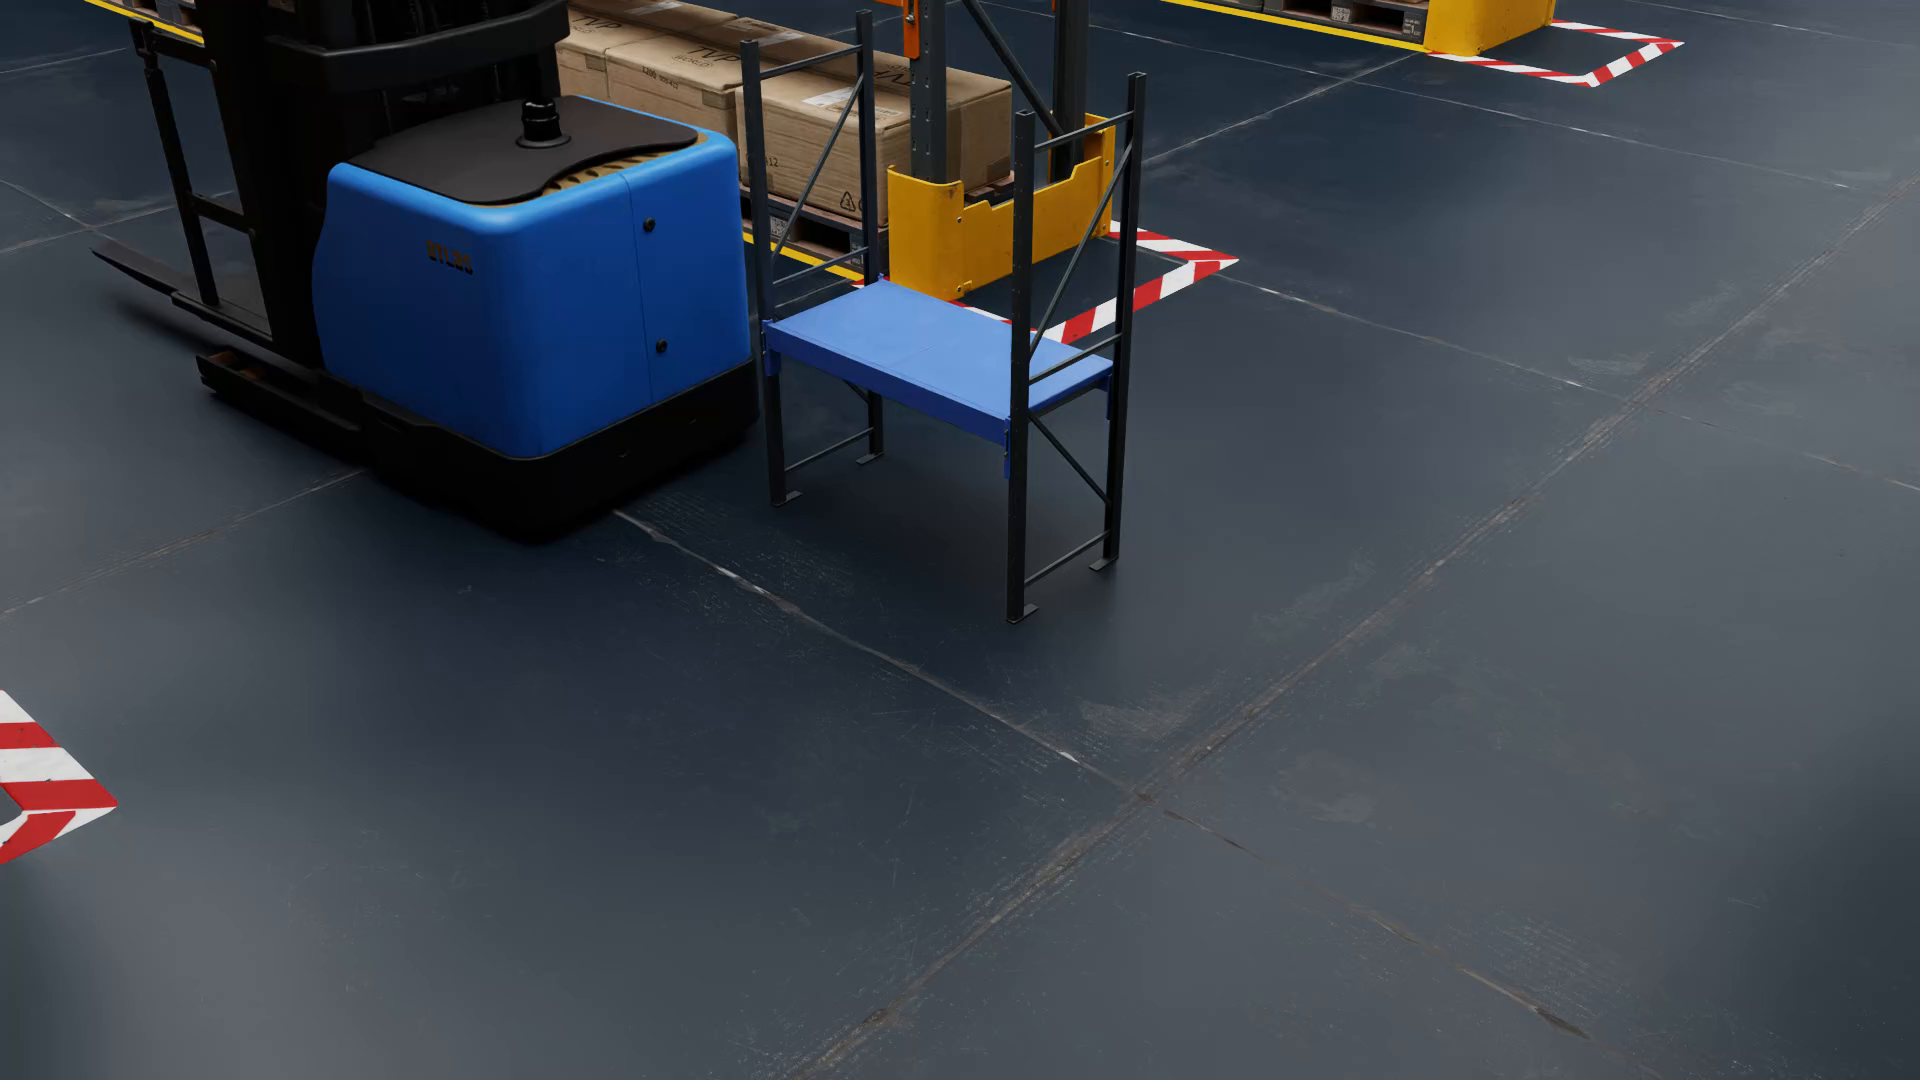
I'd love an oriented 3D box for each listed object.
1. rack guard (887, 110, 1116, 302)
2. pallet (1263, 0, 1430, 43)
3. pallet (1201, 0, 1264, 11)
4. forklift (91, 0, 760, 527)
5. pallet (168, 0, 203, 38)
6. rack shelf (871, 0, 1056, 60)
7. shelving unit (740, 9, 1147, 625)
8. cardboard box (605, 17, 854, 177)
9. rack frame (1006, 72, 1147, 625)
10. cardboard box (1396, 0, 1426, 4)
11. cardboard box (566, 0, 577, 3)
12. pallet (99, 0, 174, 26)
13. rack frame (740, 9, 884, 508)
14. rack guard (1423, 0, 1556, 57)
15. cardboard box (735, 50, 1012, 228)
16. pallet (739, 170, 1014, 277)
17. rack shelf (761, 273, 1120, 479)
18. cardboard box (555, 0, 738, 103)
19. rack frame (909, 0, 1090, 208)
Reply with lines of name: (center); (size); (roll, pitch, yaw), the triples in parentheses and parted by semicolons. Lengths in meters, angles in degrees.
rack guard: (0.196, -1.467, 7.202); (0.348, 0.500, 1.175); (25, 39, 35)
pallet: (2.789, -3.600, 11.026); (1.213, 0.211, 1.003); (25, 39, 35)
pallet: (1.889, -4.023, 11.727); (1.213, 0.211, 1.003); (25, 39, 35)
forklift: (-2.167, -1.909, 5.579); (3.031, 2.935, 1.130); (22, 38, 32)
pallet: (-4.319, -3.396, 10.687); (1.213, 0.211, 1.003); (25, 39, 35)
rack shelf: (-1.305, -2.930, 7.906); (4.000, 0.370, 1.077); (25, 39, 35)
shelving unit: (-0.063, -0.672, 4.912); (1.048, 1.500, 0.538); (25, 39, 35)
cardboard box: (-1.063, -2.132, 7.960); (0.875, 0.438, 0.875); (26, 40, 36)
rack frame: (0.314, -0.496, 4.620); (0.032, 1.500, 0.500); (25, 39, 35)
cardboard box: (2.894, -3.535, 10.571); (0.250, 0.149, 0.380); (26, 40, 36)
cardboard box: (-2.395, -2.754, 8.994); (0.875, 0.438, 0.875); (24, 39, 34)
pallet: (-5.220, -3.819, 11.388); (1.213, 0.211, 1.003); (25, 39, 35)
rack frame: (-0.440, -0.848, 5.204); (0.032, 1.500, 0.500); (25, 39, 35)
rack guard: (3.368, -3.429, 10.462); (0.348, 0.500, 1.175); (25, 39, 35)
cardboard box: (-0.379, -1.819, 7.440); (0.875, 0.438, 0.875); (24, 38, 34)
pallet: (-0.468, -1.598, 7.700); (1.213, 0.211, 1.003); (25, 39, 35)
rack shelf: (-0.063, -0.518, 5.005); (1.000, 0.185, 0.538); (25, 39, 35)
cardboard box: (-1.730, -2.445, 8.480); (0.875, 0.438, 0.875); (24, 38, 34)
rack frame: (0.178, -2.546, 6.571); (0.127, 3.000, 1.000); (25, 39, 35)
